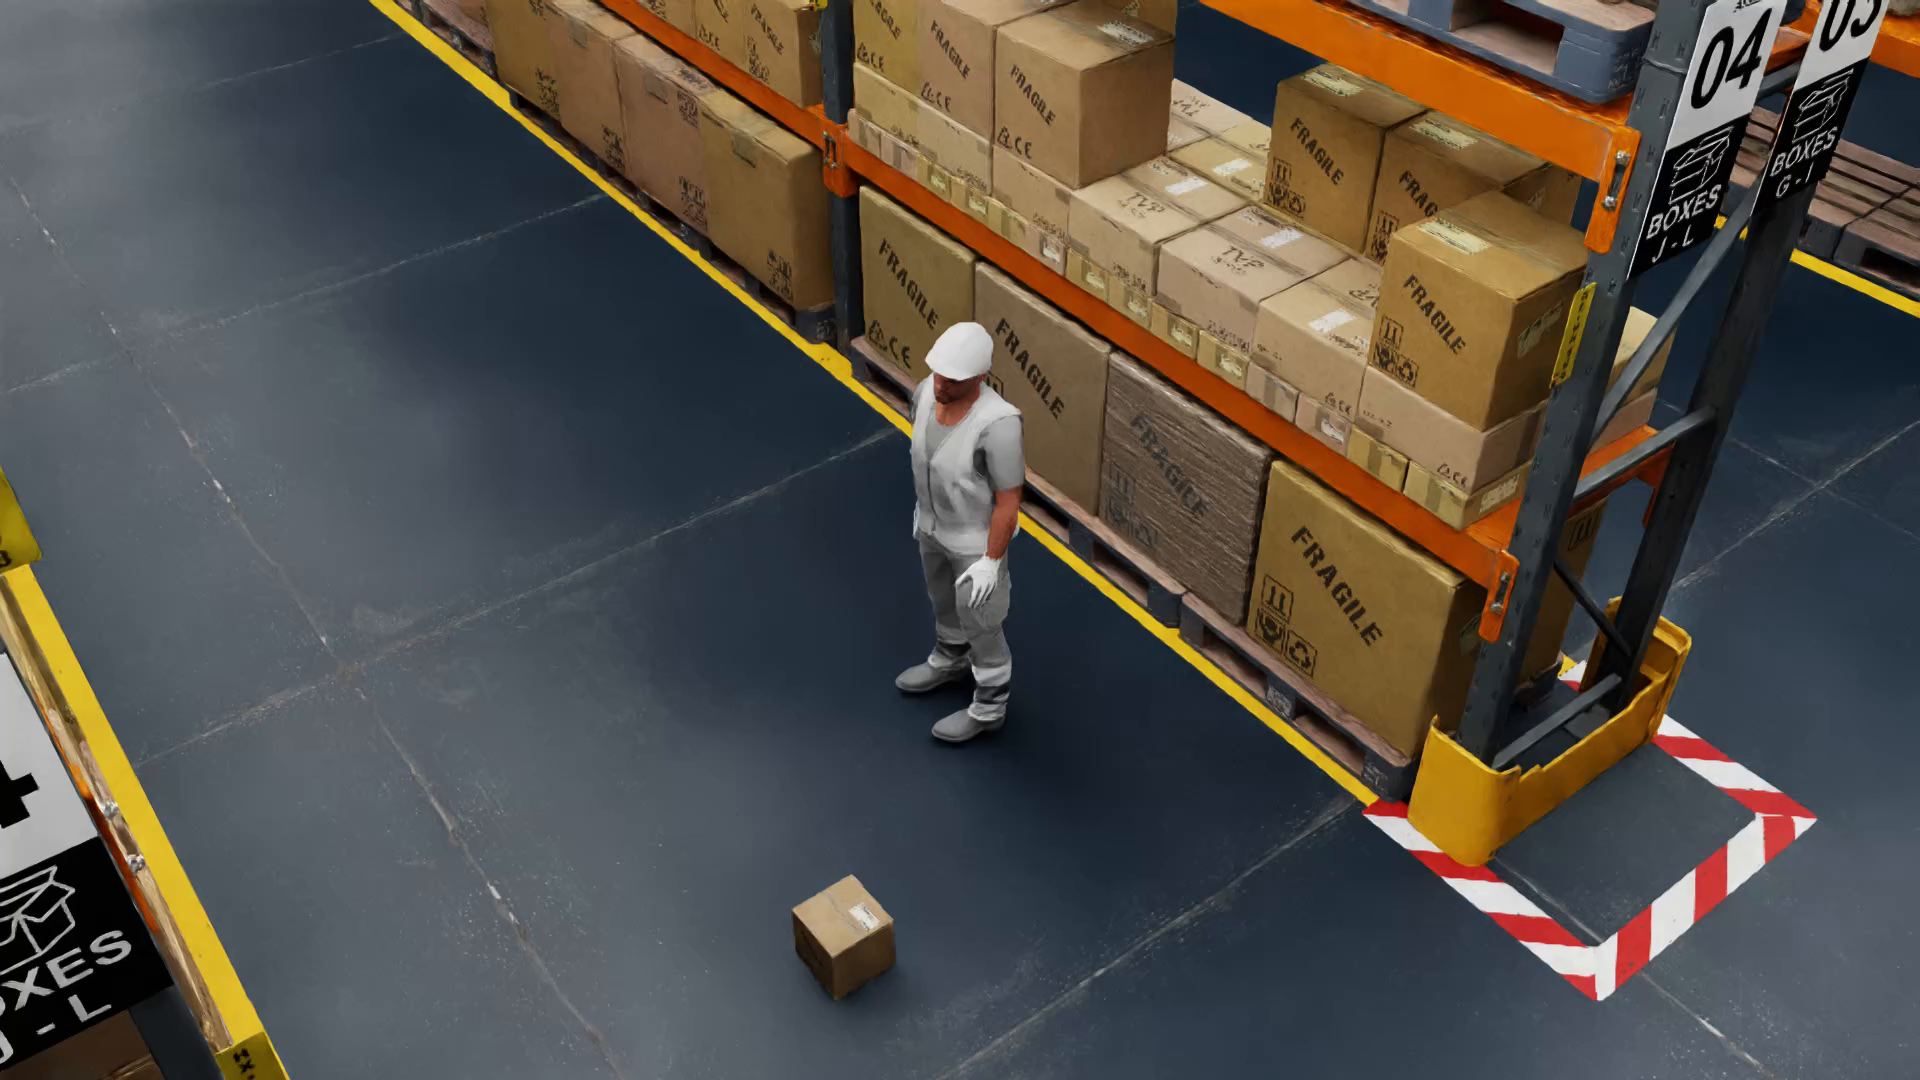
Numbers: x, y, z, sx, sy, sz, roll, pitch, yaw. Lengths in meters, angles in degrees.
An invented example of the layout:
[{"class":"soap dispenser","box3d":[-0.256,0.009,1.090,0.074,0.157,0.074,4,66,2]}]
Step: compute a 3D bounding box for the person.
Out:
[{"class":"person","box3d":[-0.004,-0.016,6.118,0.385,1.795,0.577,-27,47,-29]}]
